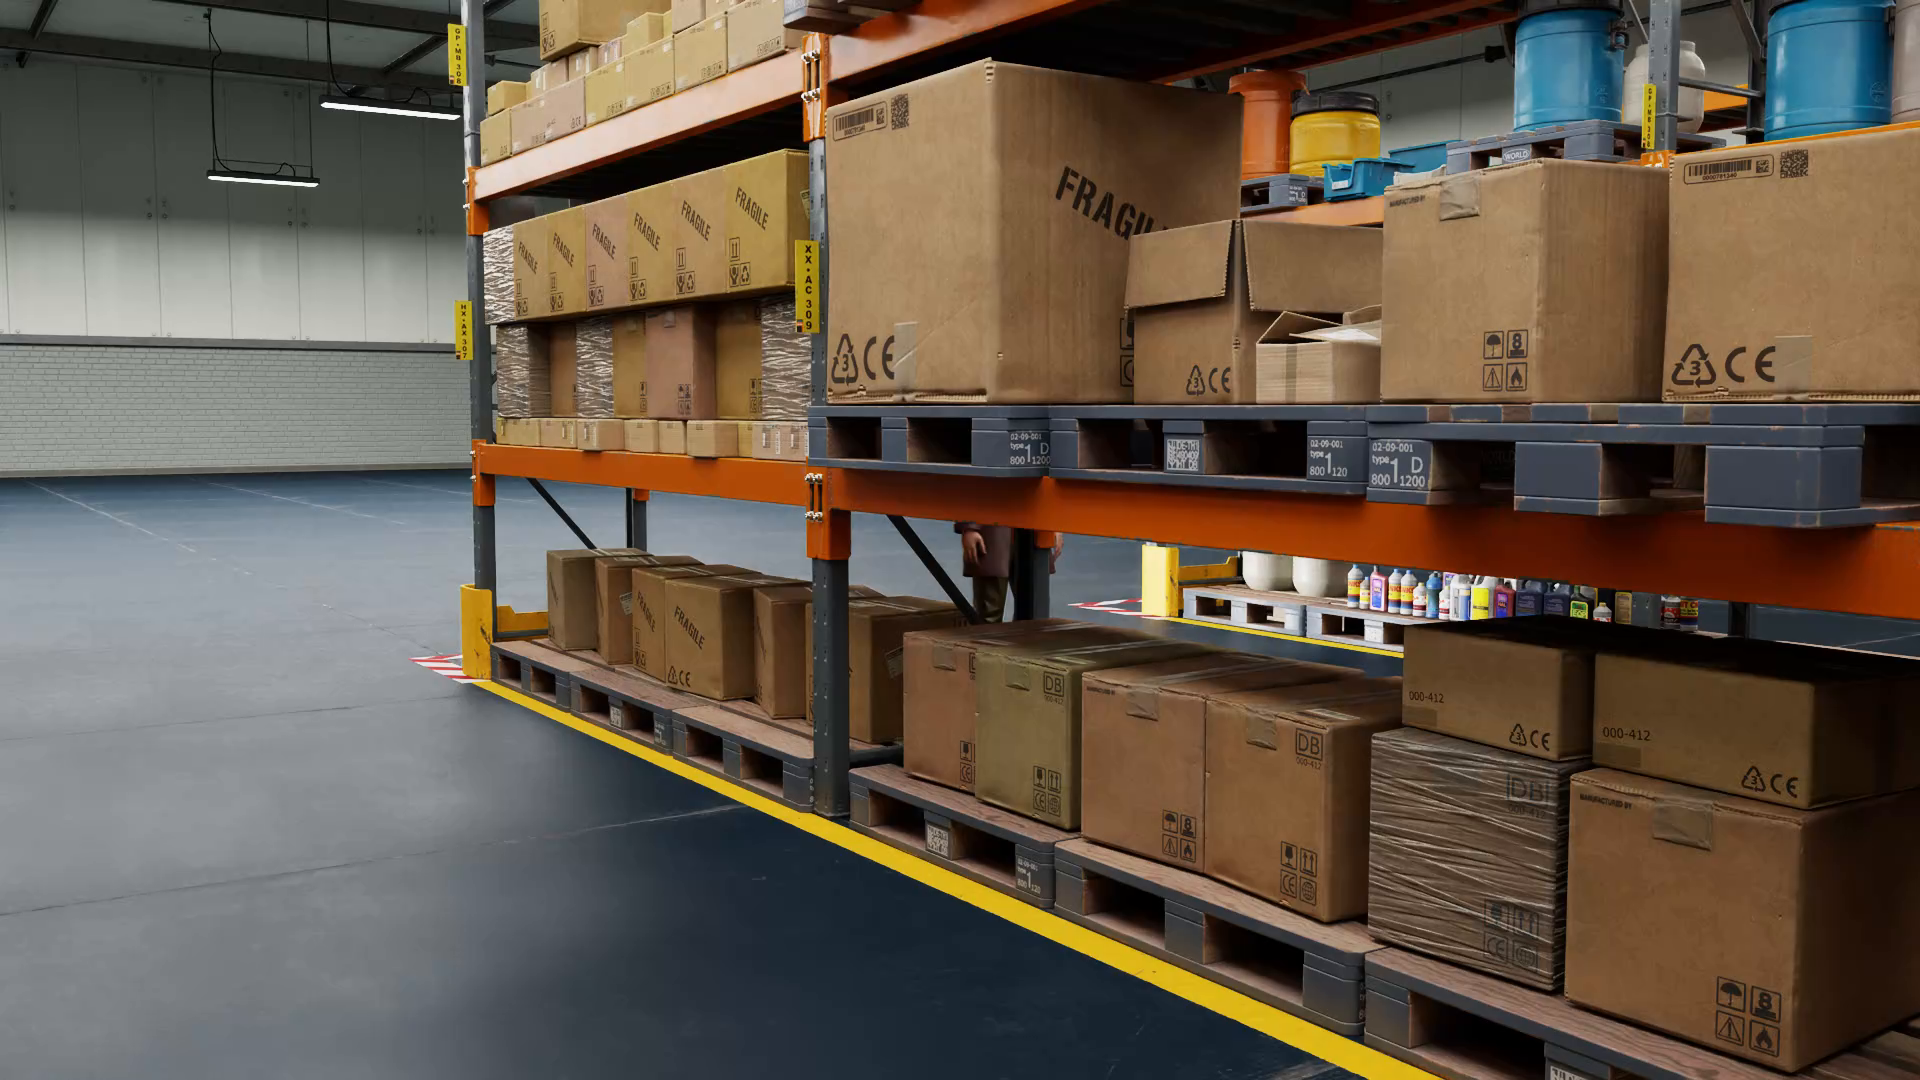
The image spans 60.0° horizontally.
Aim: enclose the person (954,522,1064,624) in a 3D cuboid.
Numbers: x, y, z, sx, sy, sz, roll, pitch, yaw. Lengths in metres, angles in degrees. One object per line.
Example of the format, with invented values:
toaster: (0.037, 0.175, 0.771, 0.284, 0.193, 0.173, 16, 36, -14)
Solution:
person: (0.249, -0.036, 8.211, 0.648, 1.774, 0.418, -3, 5, -33)
